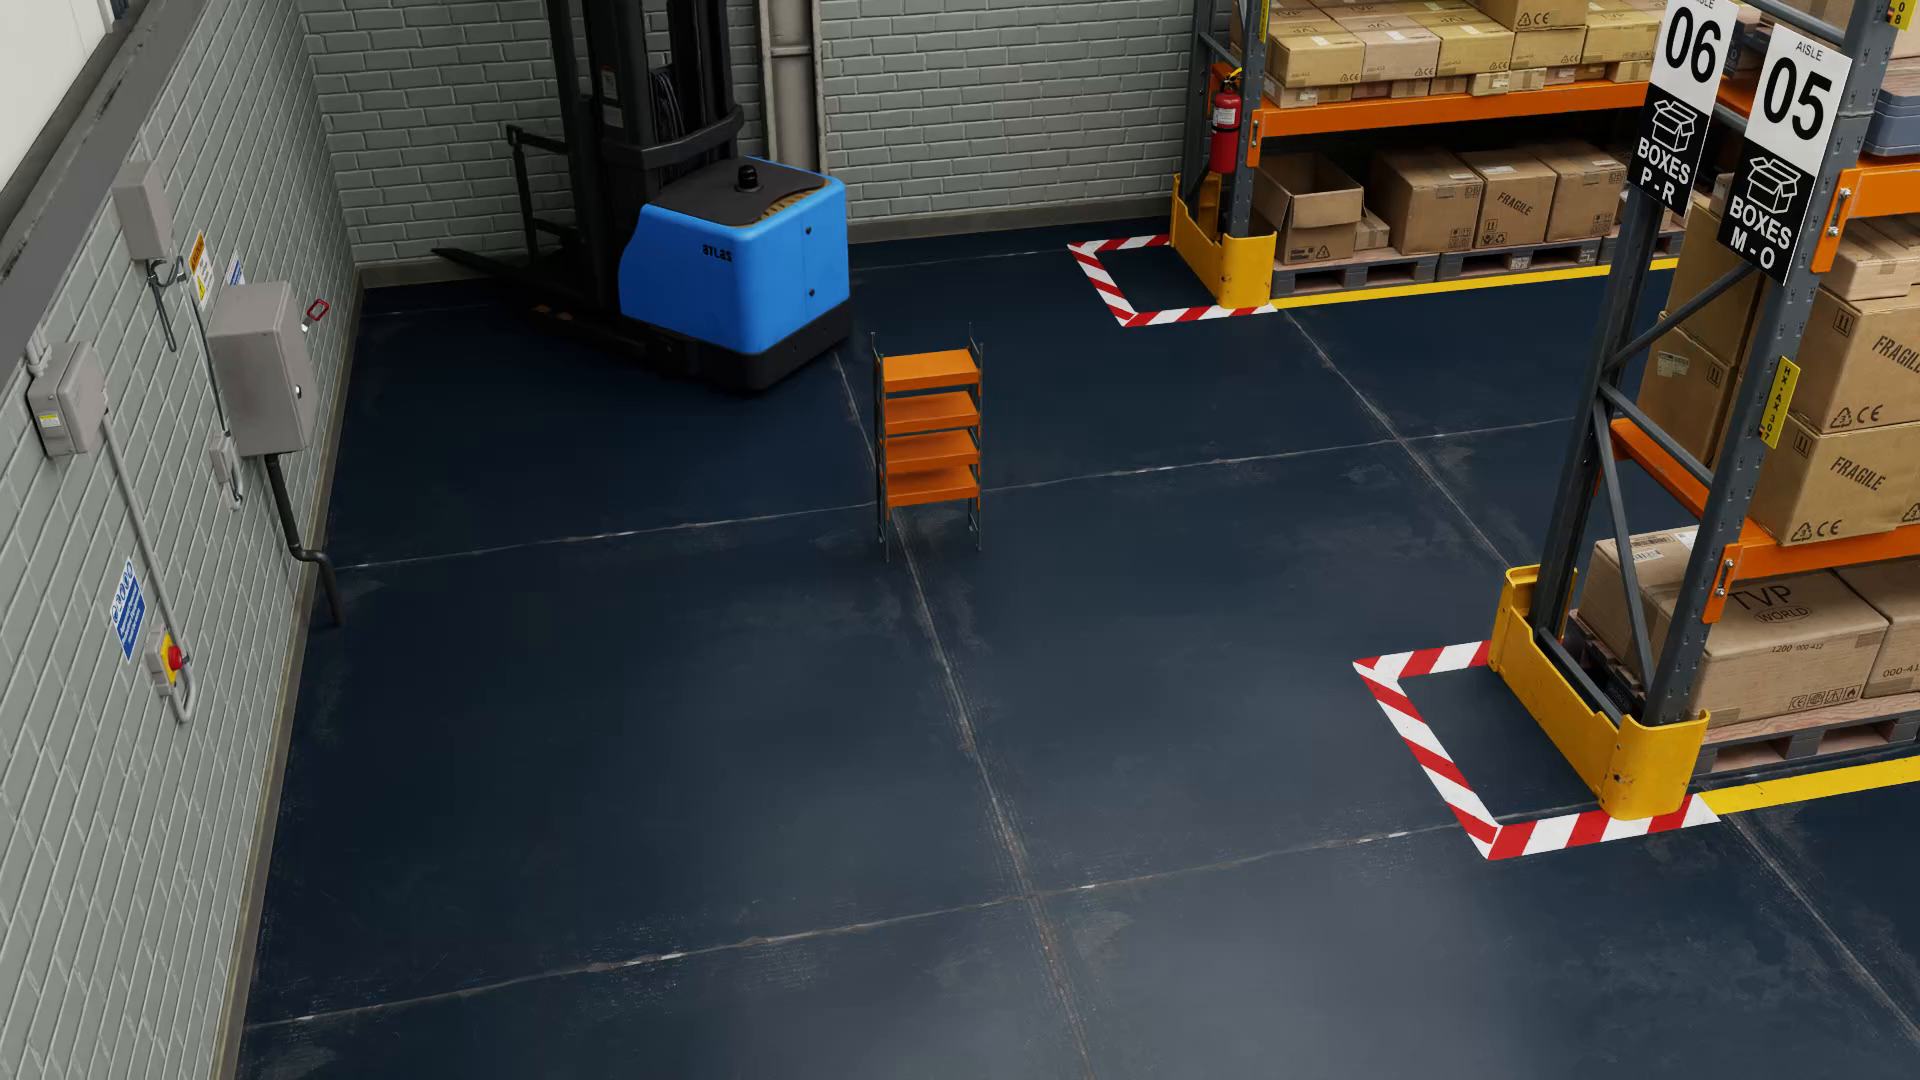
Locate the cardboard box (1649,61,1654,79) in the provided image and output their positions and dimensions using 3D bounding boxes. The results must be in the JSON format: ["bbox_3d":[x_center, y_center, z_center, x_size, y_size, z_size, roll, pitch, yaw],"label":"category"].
[{"bbox_3d":[4.595,-3.201,11.053,0.250,0.149,0.380,-6,34,-9],"label":"cardboard box"}]

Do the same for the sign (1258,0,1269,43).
[{"bbox_3d":[1.827,-3.161,9.991,0.005,0.325,0.100,-7,35,-11],"label":"sign"}]

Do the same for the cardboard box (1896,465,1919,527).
[{"bbox_3d":[3.825,-0.421,6.595,0.500,0.500,0.500,-8,35,-11],"label":"cardboard box"}]

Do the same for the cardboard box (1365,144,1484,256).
[{"bbox_3d":[3.167,-2.340,11.412,0.500,0.500,0.700,-6,34,-9],"label":"cardboard box"}]

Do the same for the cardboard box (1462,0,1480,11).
[{"bbox_3d":[3.595,-3.543,11.206,0.500,0.250,0.500,-7,35,-11],"label":"cardboard box"}]

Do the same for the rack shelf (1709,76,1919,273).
[{"bbox_3d":[4.757,-1.592,6.384,4.000,0.370,1.077,-7,35,-11],"label":"rack shelf"}]

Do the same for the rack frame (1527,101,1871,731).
[{"bbox_3d":[2.806,-0.399,6.653,0.127,3.000,1.000,-7,35,-11],"label":"rack frame"}]

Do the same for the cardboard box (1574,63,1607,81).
[{"bbox_3d":[4.075,-3.183,11.027,0.250,0.149,0.380,-7,34,-10],"label":"cardboard box"}]

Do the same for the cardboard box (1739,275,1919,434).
[{"bbox_3d":[3.337,-0.760,6.203,0.500,0.500,0.500,-8,35,-12],"label":"cardboard box"}]

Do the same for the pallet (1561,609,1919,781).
[{"bbox_3d":[3.569,0.618,7.640,1.213,0.211,1.003,-7,35,-11],"label":"pallet"}]

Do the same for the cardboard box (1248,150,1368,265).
[{"bbox_3d":[2.325,-2.258,11.286,0.637,0.503,0.797,-9,35,-12],"label":"cardboard box"}]

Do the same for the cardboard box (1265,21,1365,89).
[{"bbox_3d":[2.209,-3.067,10.496,0.500,0.250,0.500,-7,34,-10],"label":"cardboard box"}]

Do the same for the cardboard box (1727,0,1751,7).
[{"bbox_3d":[5.166,-3.454,11.073,0.500,0.250,0.500,-6,34,-9],"label":"cardboard box"}]

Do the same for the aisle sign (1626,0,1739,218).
[{"bbox_3d":[2.668,-1.638,6.166,0.004,0.787,0.394,-7,35,-11],"label":"aisle sign"}]

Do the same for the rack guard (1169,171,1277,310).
[{"bbox_3d":[1.782,-2.068,11.382,0.348,0.500,1.175,-7,35,-11],"label":"rack guard"}]

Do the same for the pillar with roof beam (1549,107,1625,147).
[{"bbox_3d":[5.681,-4.144,6.849,0.400,9.000,9.100,-7,35,-11],"label":"pillar with roof beam"}]

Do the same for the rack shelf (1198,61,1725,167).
[{"bbox_3d":[3.658,-3.043,11.239,4.000,0.370,1.077,-7,35,-11],"label":"rack shelf"}]

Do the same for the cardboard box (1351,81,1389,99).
[{"bbox_3d":[2.575,-2.991,10.740,0.250,0.149,0.380,-8,35,-11],"label":"cardboard box"}]

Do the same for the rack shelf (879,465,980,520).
[{"bbox_3d":[-0.161,-0.257,8.533,0.480,0.148,0.258,-7,35,-11],"label":"rack shelf"}]

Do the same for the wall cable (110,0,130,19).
[{"bbox_3d":[-3.421,-3.981,6.573,0.133,3.039,2.988,-7,35,-11],"label":"wall cable"}]

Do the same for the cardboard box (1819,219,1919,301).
[{"bbox_3d":[3.213,-1.018,6.006,0.250,0.149,0.380,-6,34,-10],"label":"cardboard box"}]

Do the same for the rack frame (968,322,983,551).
[{"bbox_3d":[0.077,-0.508,8.430,0.015,1.200,0.240,-7,35,-11],"label":"rack frame"}]

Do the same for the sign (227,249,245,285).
[{"bbox_3d":[-3.321,-1.056,7.717,0.001,0.494,0.329,-7,35,-11],"label":"sign"}]

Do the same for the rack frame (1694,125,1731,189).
[{"bbox_3d":[5.609,-3.588,11.405,0.127,3.000,1.000,-7,35,-11],"label":"rack frame"}]

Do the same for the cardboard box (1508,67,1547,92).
[{"bbox_3d":[3.608,-3.058,10.841,0.250,0.149,0.380,-6,34,-9],"label":"cardboard box"}]

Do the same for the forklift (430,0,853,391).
[{"bbox_3d":[-2.197,-2.732,10.191,3.031,2.935,1.130,20,39,27],"label":"forklift"}]

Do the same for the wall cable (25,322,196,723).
[{"bbox_3d":[-2.688,-0.128,5.309,0.123,1.953,0.585,-7,35,-11],"label":"wall cable"}]

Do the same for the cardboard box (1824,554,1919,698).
[{"bbox_3d":[4.319,0.238,7.626,0.875,0.438,0.875,-6,34,-9],"label":"cardboard box"}]

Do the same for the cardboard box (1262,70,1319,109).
[{"bbox_3d":[2.089,-2.883,10.580,0.250,0.149,0.380,-7,35,-11],"label":"cardboard box"}]

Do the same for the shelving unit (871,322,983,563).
[{"bbox_3d":[-0.161,-0.478,8.385,0.503,1.200,0.258,-7,35,-11],"label":"shelving unit"}]

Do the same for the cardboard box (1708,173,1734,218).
[{"bbox_3d":[3.112,-1.278,6.393,0.250,0.149,0.380,-7,34,-10],"label":"cardboard box"}]

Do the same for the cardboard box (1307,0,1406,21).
[{"bbox_3d":[2.601,-3.421,11.024,0.500,0.250,0.500,-7,35,-10],"label":"cardboard box"}]

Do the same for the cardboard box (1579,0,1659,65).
[{"bbox_3d":[4.191,-3.330,10.888,0.500,0.250,0.500,-7,35,-11],"label":"cardboard box"}]

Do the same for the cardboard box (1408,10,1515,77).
[{"bbox_3d":[3.195,-3.193,10.684,0.500,0.250,0.500,-8,35,-11],"label":"cardboard box"}]

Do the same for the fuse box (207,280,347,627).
[{"bbox_3d":[-3.010,-0.318,7.688,0.414,1.711,0.539,-7,35,-11],"label":"fuse box"}]

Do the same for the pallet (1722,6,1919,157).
[{"bbox_3d":[3.527,-1.705,5.986,1.213,0.211,1.003,-7,35,-11],"label":"pallet"}]

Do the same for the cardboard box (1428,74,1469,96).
[{"bbox_3d":[3.093,-3.024,10.790,0.250,0.149,0.380,-7,34,-10],"label":"cardboard box"}]

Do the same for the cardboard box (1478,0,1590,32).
[{"bbox_3d":[3.672,-3.563,10.562,0.500,0.500,0.500,-6,34,-9],"label":"cardboard box"}]

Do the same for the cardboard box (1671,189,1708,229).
[{"bbox_3d":[5.130,-2.350,11.742,0.250,0.149,0.380,-8,35,-12],"label":"cardboard box"}]

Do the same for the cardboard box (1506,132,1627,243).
[{"bbox_3d":[4.180,-2.468,11.602,0.500,0.500,0.700,-8,35,-12],"label":"cardboard box"}]

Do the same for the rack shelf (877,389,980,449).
[{"bbox_3d":[-0.161,-0.608,8.298,0.480,0.148,0.258,-7,35,-11],"label":"rack shelf"}]

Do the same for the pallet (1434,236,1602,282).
[{"bbox_3d":[3.747,-2.194,11.830,1.213,0.211,1.003,-7,35,-11],"label":"pallet"}]

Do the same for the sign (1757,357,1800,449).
[{"bbox_3d":[2.923,-0.489,5.939,0.005,0.325,0.100,-7,35,-11],"label":"sign"}]

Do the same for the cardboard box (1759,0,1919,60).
[{"bbox_3d":[3.225,-1.902,5.869,0.500,0.250,0.500,-10,35,-15],"label":"cardboard box"}]
